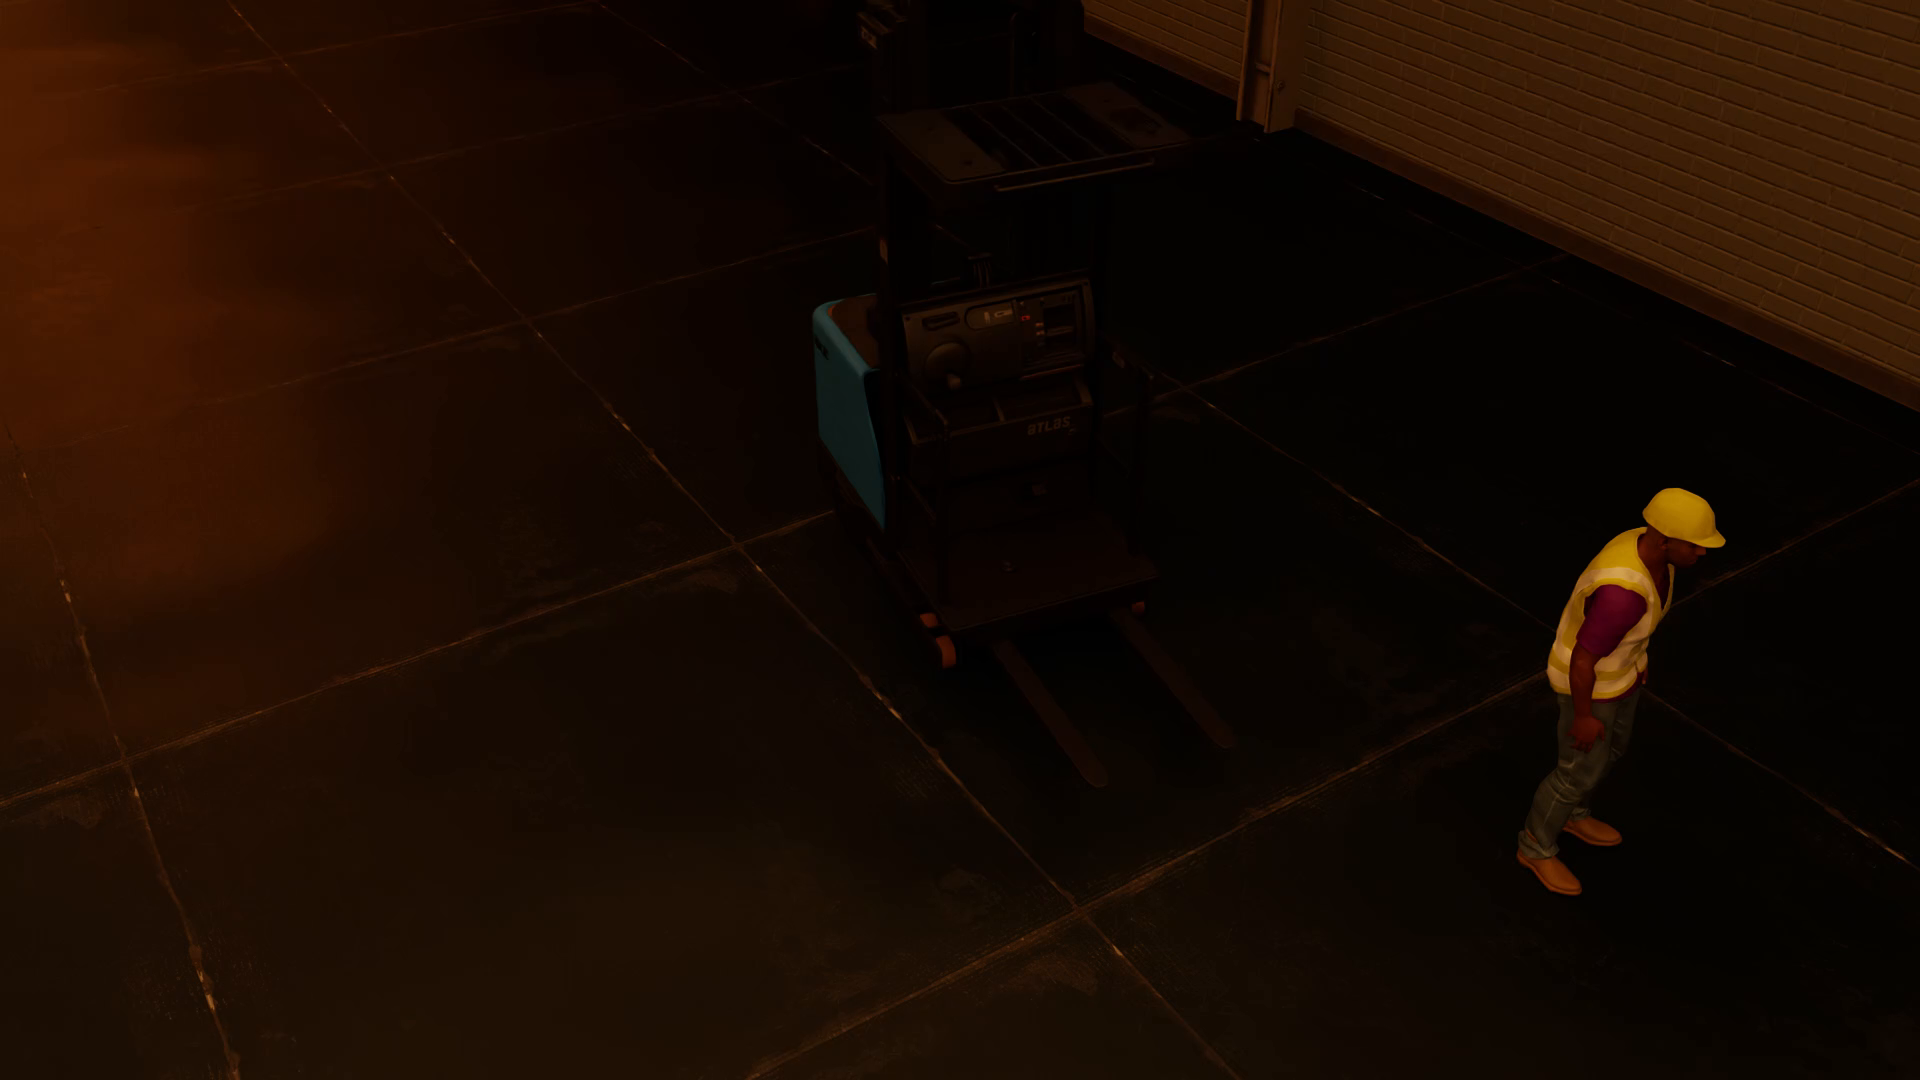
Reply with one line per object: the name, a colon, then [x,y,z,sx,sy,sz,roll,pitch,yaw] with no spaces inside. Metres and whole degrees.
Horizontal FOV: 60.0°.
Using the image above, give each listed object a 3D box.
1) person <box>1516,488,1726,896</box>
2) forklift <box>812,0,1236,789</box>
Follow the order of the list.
person: [2.503,0.544,6.396,0.460,1.759,0.629,26,42,32]
forklift: [0.269,-0.869,7.384,1.130,2.935,3.031,-14,37,-19]
